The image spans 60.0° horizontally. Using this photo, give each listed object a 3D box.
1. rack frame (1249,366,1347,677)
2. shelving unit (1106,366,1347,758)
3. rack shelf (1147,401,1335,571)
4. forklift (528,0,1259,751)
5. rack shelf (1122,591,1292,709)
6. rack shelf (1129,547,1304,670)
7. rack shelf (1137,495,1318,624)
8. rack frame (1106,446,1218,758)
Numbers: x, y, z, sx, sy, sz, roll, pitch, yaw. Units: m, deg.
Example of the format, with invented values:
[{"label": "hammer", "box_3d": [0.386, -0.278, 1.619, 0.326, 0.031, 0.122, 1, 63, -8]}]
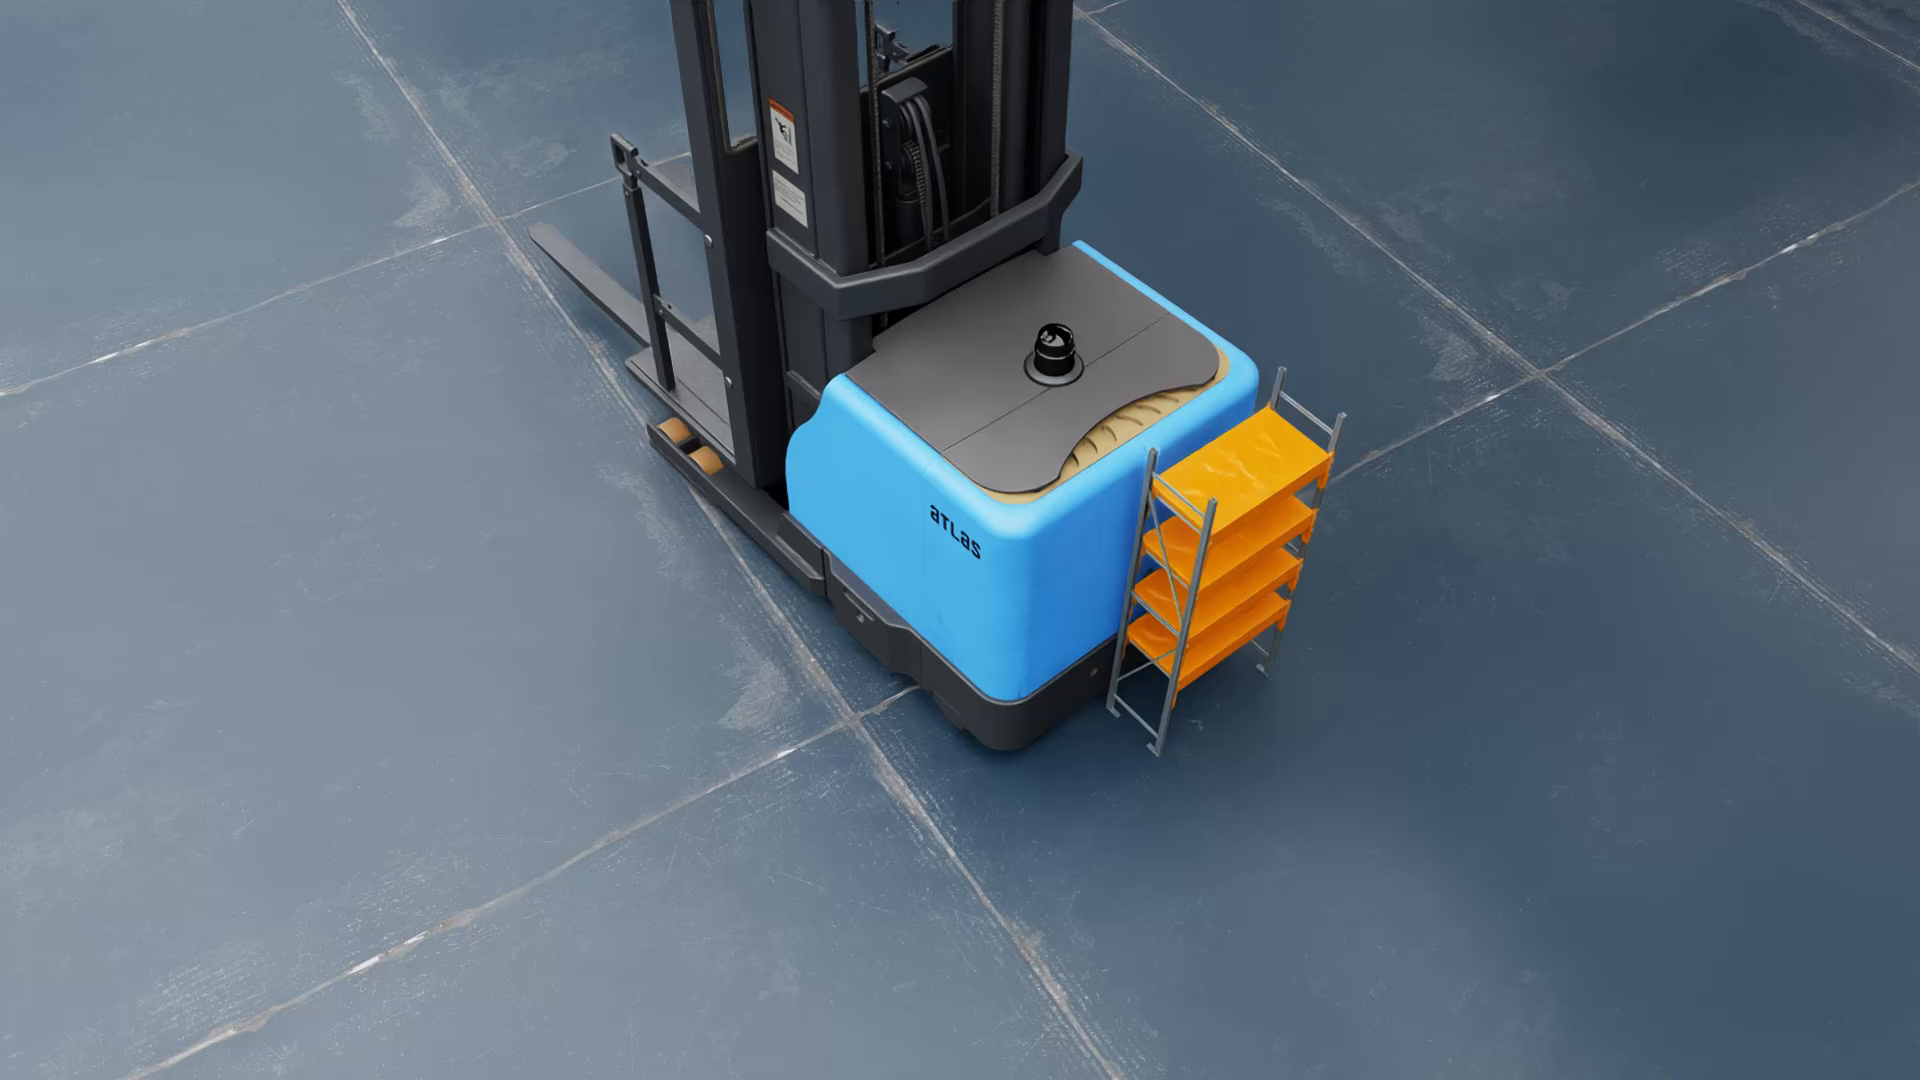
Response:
[{"label": "rack frame", "box_3d": [0.936, -0.018, 4.955, 0.015, 1.200, 0.240, -32, 58, -25]}, {"label": "shelving unit", "box_3d": [0.748, 0.098, 4.851, 0.503, 1.200, 0.258, -32, 58, -25]}, {"label": "rack shelf", "box_3d": [0.758, -0.153, 4.550, 0.480, 0.148, 0.258, -32, 58, -25]}, {"label": "forklift", "box_3d": [-0.463, -1.361, 5.000, 1.130, 2.935, 3.031, -33, 56, -26]}, {"label": "rack shelf", "box_3d": [0.741, 0.268, 5.056, 0.480, 0.148, 0.258, -32, 58, -25]}, {"label": "rack shelf", "box_3d": [0.746, 0.141, 4.903, 0.480, 0.148, 0.258, -32, 58, -25]}, {"label": "rack shelf", "box_3d": [0.752, -0.002, 4.731, 0.480, 0.148, 0.258, -32, 58, -25]}, {"label": "rack frame", "box_3d": [0.559, 0.214, 4.748, 0.015, 1.200, 0.240, -32, 58, -25]}]
